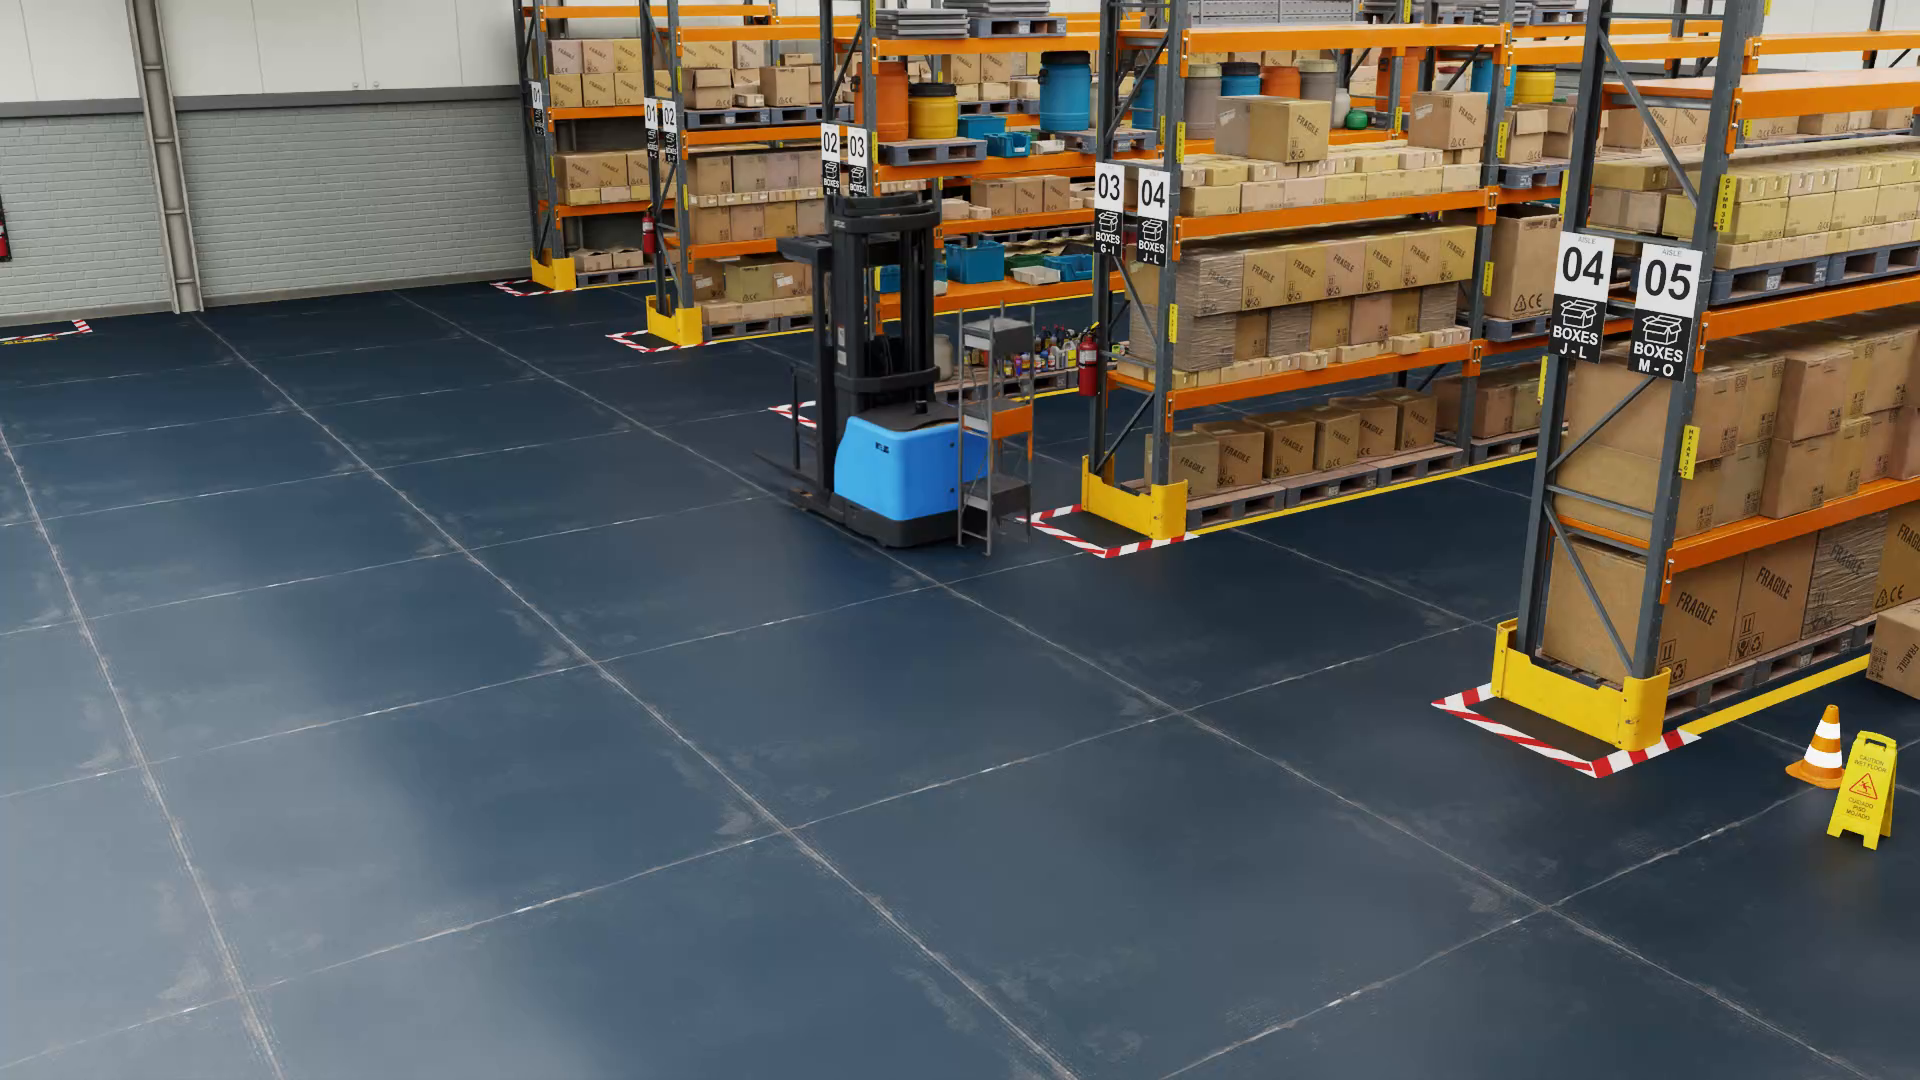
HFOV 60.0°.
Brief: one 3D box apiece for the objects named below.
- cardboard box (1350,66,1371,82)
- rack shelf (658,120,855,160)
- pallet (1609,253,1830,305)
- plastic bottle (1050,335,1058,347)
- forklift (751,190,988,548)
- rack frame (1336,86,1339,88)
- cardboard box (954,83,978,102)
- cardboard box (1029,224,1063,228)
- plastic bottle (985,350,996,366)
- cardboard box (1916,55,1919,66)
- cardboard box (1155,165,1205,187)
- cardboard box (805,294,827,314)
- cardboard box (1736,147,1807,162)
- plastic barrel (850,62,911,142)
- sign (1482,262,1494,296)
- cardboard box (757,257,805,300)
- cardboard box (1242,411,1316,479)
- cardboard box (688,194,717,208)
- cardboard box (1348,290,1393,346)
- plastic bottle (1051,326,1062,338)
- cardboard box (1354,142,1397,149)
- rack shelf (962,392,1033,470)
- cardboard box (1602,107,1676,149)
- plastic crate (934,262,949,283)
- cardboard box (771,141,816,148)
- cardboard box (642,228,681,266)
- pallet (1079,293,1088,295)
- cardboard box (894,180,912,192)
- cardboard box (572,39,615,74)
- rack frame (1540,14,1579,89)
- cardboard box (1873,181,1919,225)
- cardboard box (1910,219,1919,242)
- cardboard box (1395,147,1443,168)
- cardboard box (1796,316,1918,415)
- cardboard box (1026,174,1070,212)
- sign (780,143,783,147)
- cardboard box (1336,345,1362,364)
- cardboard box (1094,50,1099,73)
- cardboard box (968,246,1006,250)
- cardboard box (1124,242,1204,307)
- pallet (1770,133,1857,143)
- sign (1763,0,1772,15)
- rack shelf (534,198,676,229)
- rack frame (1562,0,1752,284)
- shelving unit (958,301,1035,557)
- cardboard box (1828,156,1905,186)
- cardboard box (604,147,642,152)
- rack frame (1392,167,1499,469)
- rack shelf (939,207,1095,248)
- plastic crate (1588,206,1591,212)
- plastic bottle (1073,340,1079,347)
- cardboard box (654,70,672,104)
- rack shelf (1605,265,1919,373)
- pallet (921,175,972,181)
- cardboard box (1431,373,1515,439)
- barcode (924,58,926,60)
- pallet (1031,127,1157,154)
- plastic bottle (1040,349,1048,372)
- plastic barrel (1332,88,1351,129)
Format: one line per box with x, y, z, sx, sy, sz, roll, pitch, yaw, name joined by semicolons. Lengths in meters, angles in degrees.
6.636;-7.954;28.358;0.500;0.250;0.500;-12;22;-31;cardboard box
-2.259;-5.667;23.262;4.000;0.370;1.077;-12;22;-31;rack shelf
4.773;-1.752;10.697;1.213;0.211;1.003;-12;22;-31;pallet
1.175;-2.440;20.852;0.097;0.271;0.097;0;19;0;plastic bottle
-0.971;-1.736;15.302;1.130;2.935;3.031;-12;22;-33;forklift
6.093;-6.348;28.838;0.127;3.000;1.000;-12;22;-31;rack frame
-0.069;-6.593;24.459;0.500;0.250;0.500;-9;21;-26;cardboard box
1.446;-6.395;31.679;0.750;0.750;0.750;-12;22;-32;cardboard box
0.369;-2.280;20.358;0.133;0.283;0.061;-12;22;-31;plastic bottle
12.327;-5.931;20.783;0.500;0.250;0.500;-14;23;-35;cardboard box
1.873;-3.109;14.186;0.250;0.149;0.380;-12;22;-32;cardboard box
-2.105;-3.429;23.842;0.500;0.250;0.500;-12;22;-31;cardboard box
5.528;-2.584;11.356;0.250;0.149;0.380;-12;22;-31;cardboard box
-0.872;-4.851;18.402;0.708;0.830;0.600;-12;22;-31;plastic barrel
5.161;-2.555;16.266;0.005;0.325;0.100;-12;22;-31;sign
-2.532;-3.701;23.474;0.500;0.500;0.500;-12;22;-31;cardboard box
3.060;-0.924;16.041;0.500;0.500;0.500;-10;21;-26;cardboard box
-3.483;-4.600;22.500;0.250;0.149;0.380;-12;22;-32;cardboard box
3.648;-2.220;16.008;0.500;0.500;0.875;-12;22;-31;cardboard box
1.230;-2.535;21.010;0.185;0.351;0.144;-11;22;-30;plastic bottle
3.992;-3.745;16.066;0.250;0.149;0.380;-12;22;-31;cardboard box
0.308;-0.940;14.276;0.480;0.518;0.431;-17;26;-40;rack shelf
7.092;-4.371;17.369;0.500;0.500;0.500;-11;22;-30;cardboard box
-0.409;-3.119;19.520;0.408;0.251;0.499;-12;22;-31;plastic crate
-2.872;-6.599;28.738;0.500;0.500;0.700;-12;22;-31;cardboard box
-4.913;-4.897;27.762;0.500;0.500;0.700;-14;23;-35;cardboard box
2.043;-4.188;26.802;1.213;0.211;1.003;-12;22;-31;pallet
-0.905;-5.145;24.111;0.250;0.149;0.380;-12;22;-33;cardboard box
-5.755;-7.588;26.073;0.500;0.500;0.500;-12;22;-32;cardboard box
8.814;-7.864;23.956;0.127;3.000;1.000;-12;22;-31;rack frame
5.967;-2.260;11.019;0.500;0.250;0.500;-12;22;-32;cardboard box
6.309;-2.118;11.222;0.250;0.149;0.380;-12;22;-32;cardboard box
4.309;-3.603;15.645;0.250;0.149;0.380;-13;23;-34;cardboard box
6.251;-1.284;11.940;0.550;0.550;0.875;-12;22;-31;cardboard box
1.360;-5.391;25.850;0.500;0.500;0.500;-13;23;-34;cardboard box
-3.011;-6.529;28.023;0.005;0.325;0.100;-12;22;-31;sign
3.578;-1.792;15.755;0.250;0.149;0.380;-12;22;-31;cardboard box
2.570;-9.223;31.816;0.500;0.500;0.700;-13;23;-34;cardboard box
0.441;-4.429;25.925;0.500;0.311;0.500;-12;22;-32;cardboard box
1.839;-2.409;15.004;0.500;0.500;0.500;-12;22;-31;cardboard box
9.638;-4.650;19.426;1.213;0.211;1.003;-11;21;-29;pallet
12.471;-8.272;25.665;0.005;0.325;0.100;-12;22;-31;sign
-4.987;-5.570;27.660;4.000;0.370;1.077;-12;22;-31;rack shelf
4.159;-3.081;9.808;0.127;3.000;1.000;-12;22;-31;rack frame
0.308;-0.953;14.272;0.503;2.100;0.431;-17;26;-40;shelving unit
5.889;-2.408;10.835;0.250;0.149;0.380;-12;22;-31;cardboard box
-5.525;-6.170;27.344;0.500;0.500;0.500;-13;22;-33;cardboard box
4.857;-2.288;16.830;0.127;3.000;1.000;-12;22;-31;rack frame
1.082;-4.950;25.827;4.000;0.370;1.077;-12;22;-31;rack shelf
9.281;-4.969;25.079;0.243;0.136;0.396;-12;22;-31;plastic crate
1.490;-2.342;20.555;0.135;0.276;0.152;-12;22;-31;plastic bottle
-4.905;-7.306;26.801;0.500;0.500;0.500;-10;21;-28;cardboard box
5.830;-1.672;11.446;4.000;0.370;1.077;-12;22;-31;rack shelf
-0.512;-6.723;30.246;1.003;0.211;1.213;-12;22;-31;pallet
5.381;-1.415;17.462;0.500;0.500;0.700;-14;23;-36;cardboard box
-0.626;-8.760;30.352;0.075;0.075;0.001;-12;22;-31;barcode
1.584;-4.791;19.845;1.003;0.211;1.213;-12;22;-31;pallet
1.016;-2.174;20.065;0.097;0.271;0.097;0;19;0;plastic bottle
5.045;-5.819;22.415;0.421;0.512;0.421;0;19;0;plastic barrel
